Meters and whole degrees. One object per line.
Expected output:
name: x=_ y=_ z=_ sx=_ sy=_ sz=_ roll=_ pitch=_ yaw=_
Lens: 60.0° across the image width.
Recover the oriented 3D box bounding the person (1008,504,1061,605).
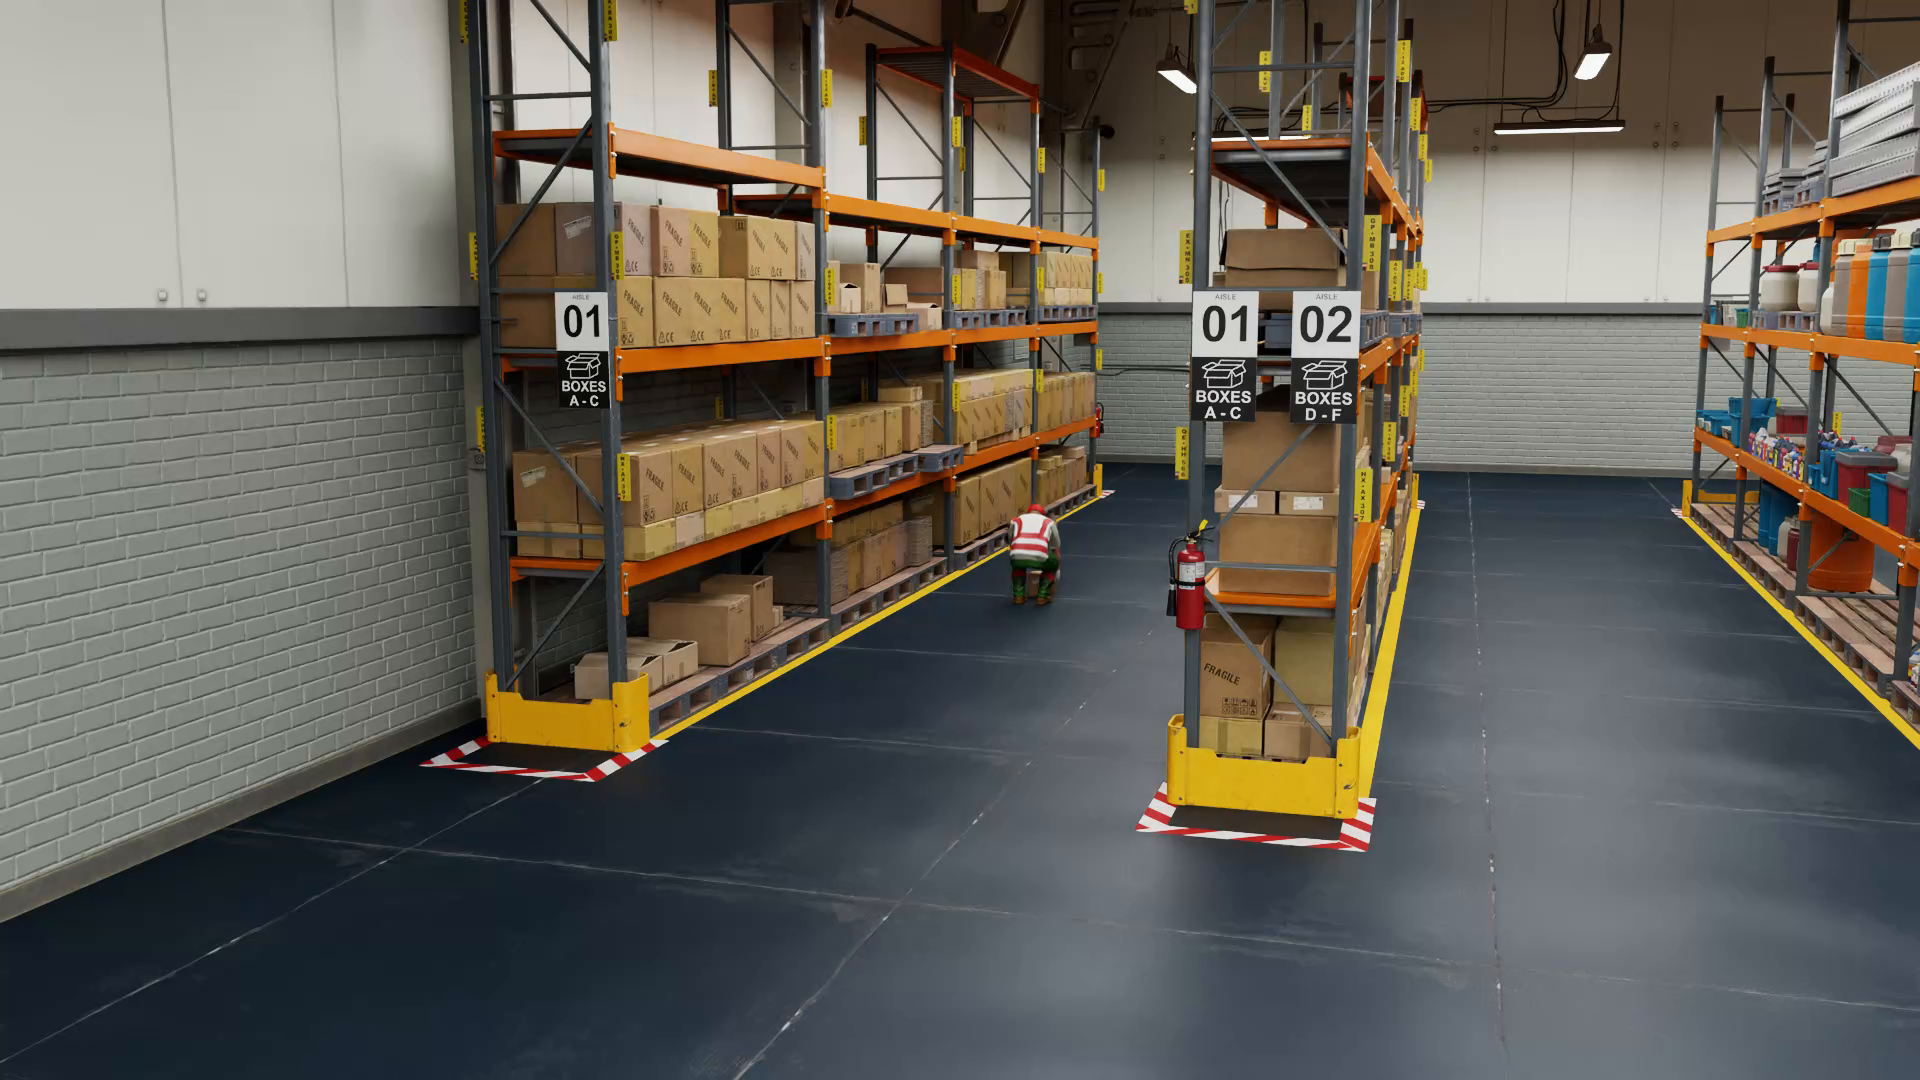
person: x=0.755 y=0.151 z=17.496 sx=0.573 sy=0.994 sz=0.877 roll=2 pitch=9 yaw=16
